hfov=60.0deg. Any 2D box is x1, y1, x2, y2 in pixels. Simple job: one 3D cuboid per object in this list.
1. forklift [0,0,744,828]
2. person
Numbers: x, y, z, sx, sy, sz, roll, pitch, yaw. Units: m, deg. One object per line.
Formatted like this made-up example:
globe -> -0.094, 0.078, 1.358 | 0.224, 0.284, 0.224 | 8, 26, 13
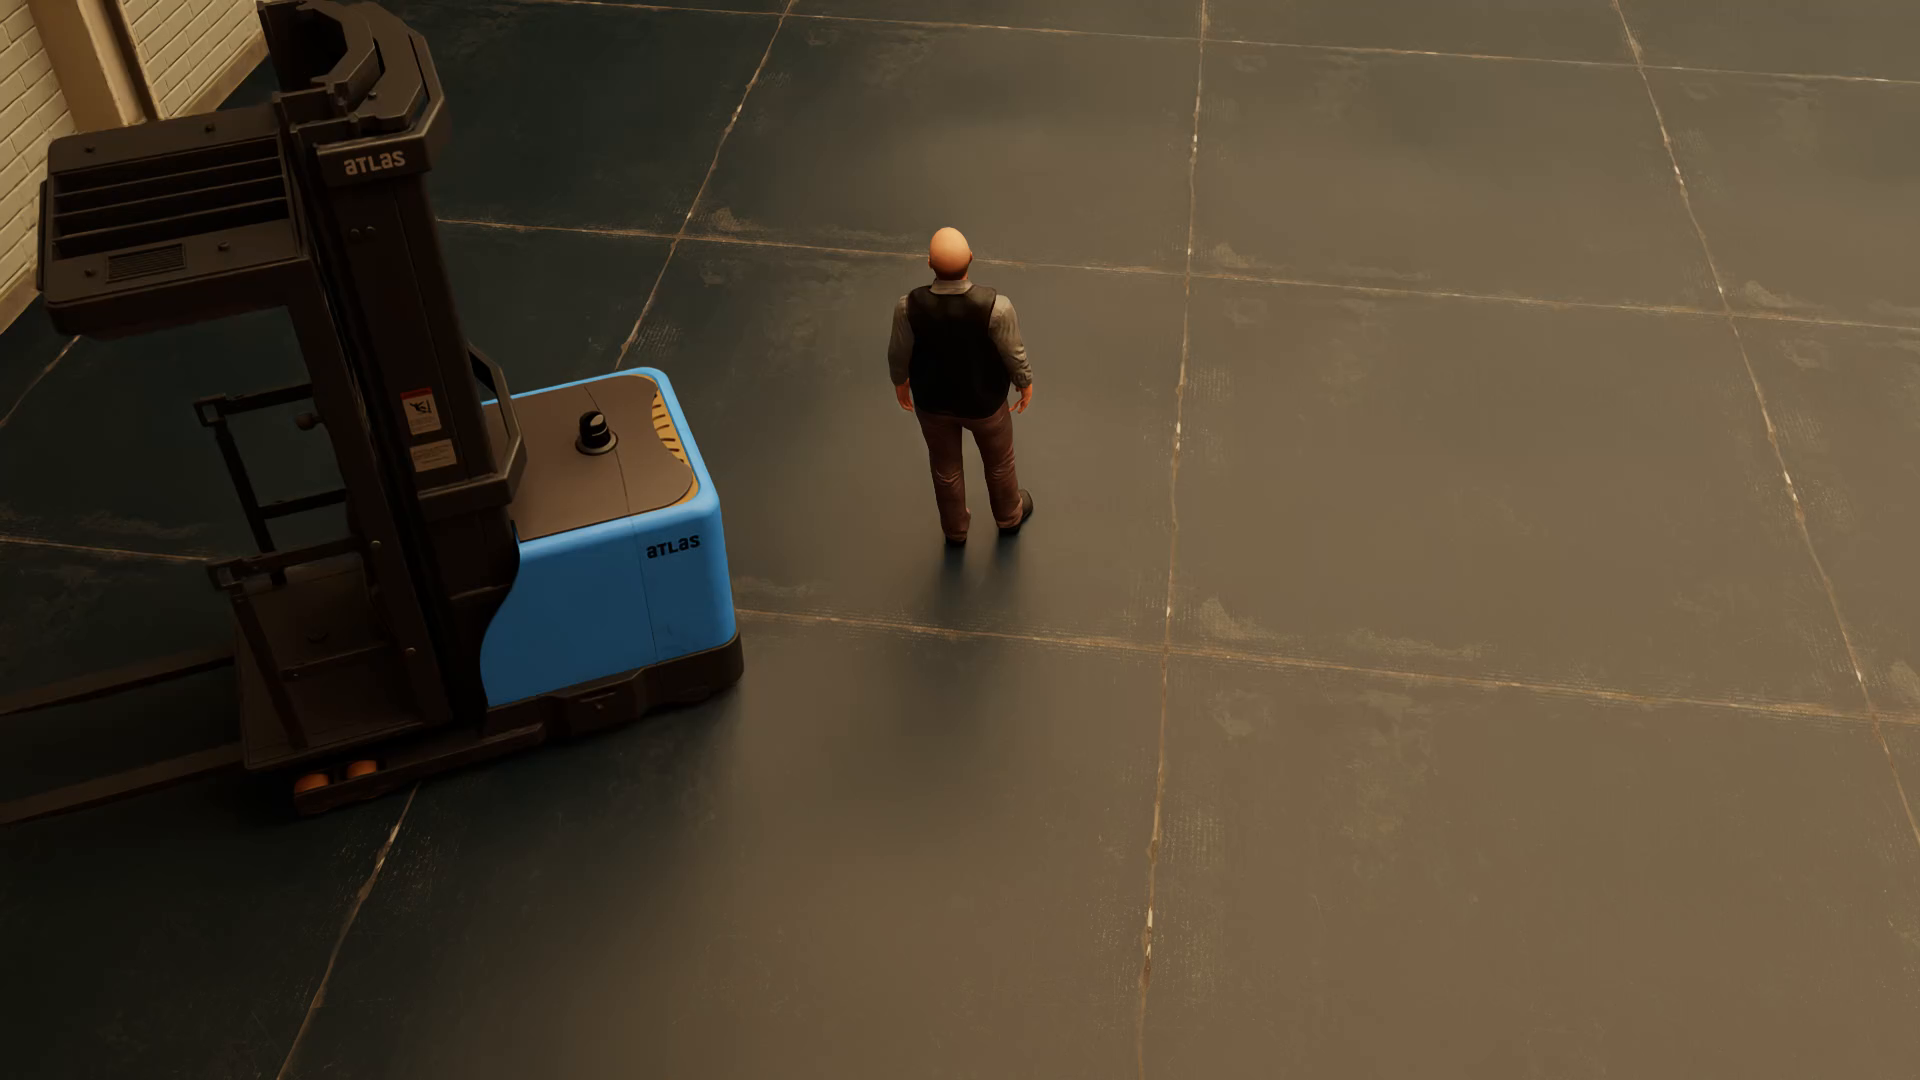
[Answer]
forklift -> -2.502, -0.386, 6.145 | 3.031, 2.935, 1.130 | -15, 45, -15
person -> 0.016, -0.681, 7.348 | 0.633, 1.721, 0.568 | 5, 43, 6
